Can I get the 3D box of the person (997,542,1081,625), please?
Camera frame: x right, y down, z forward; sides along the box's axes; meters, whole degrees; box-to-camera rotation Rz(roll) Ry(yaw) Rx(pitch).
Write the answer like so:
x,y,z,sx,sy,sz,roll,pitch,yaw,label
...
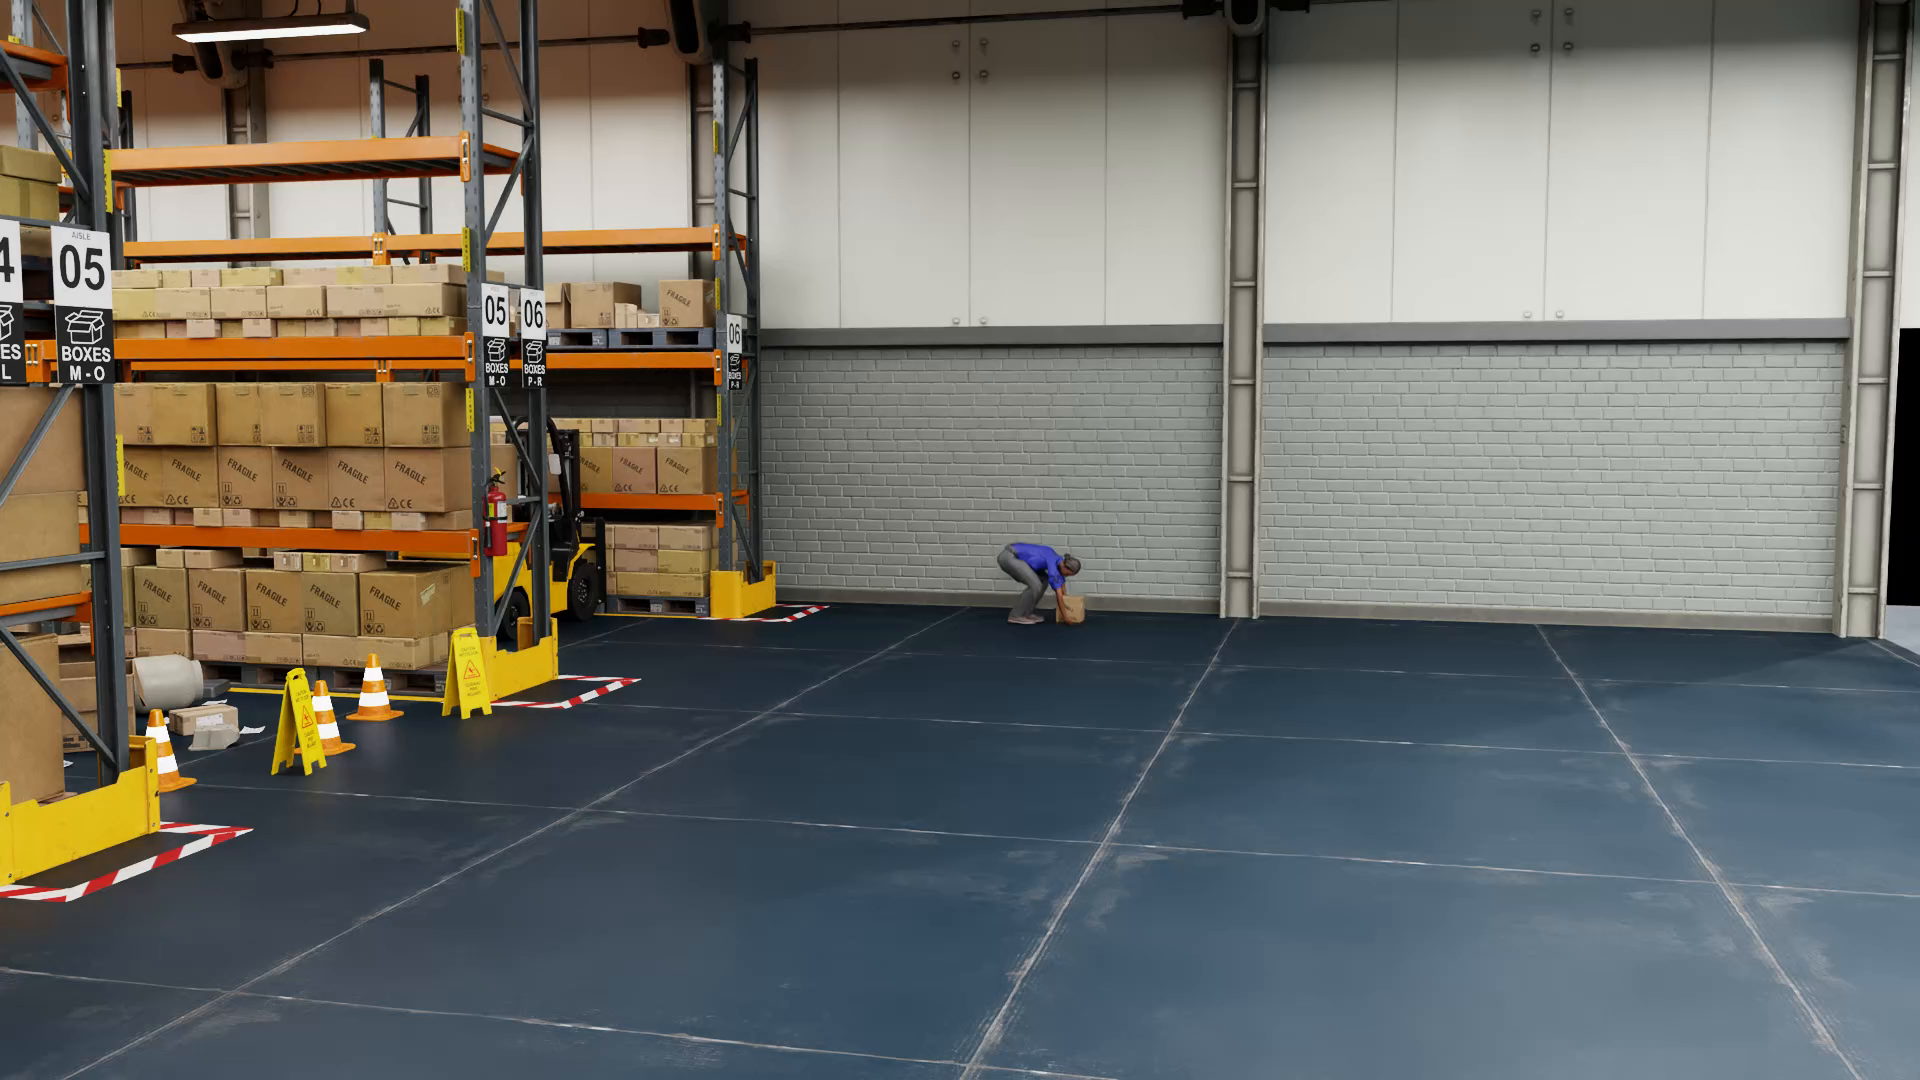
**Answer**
x,y,z,sx,sy,sz,roll,pitch,yaw,label
0.820,0.447,17.187,0.866,0.836,0.454,1,5,11,person
